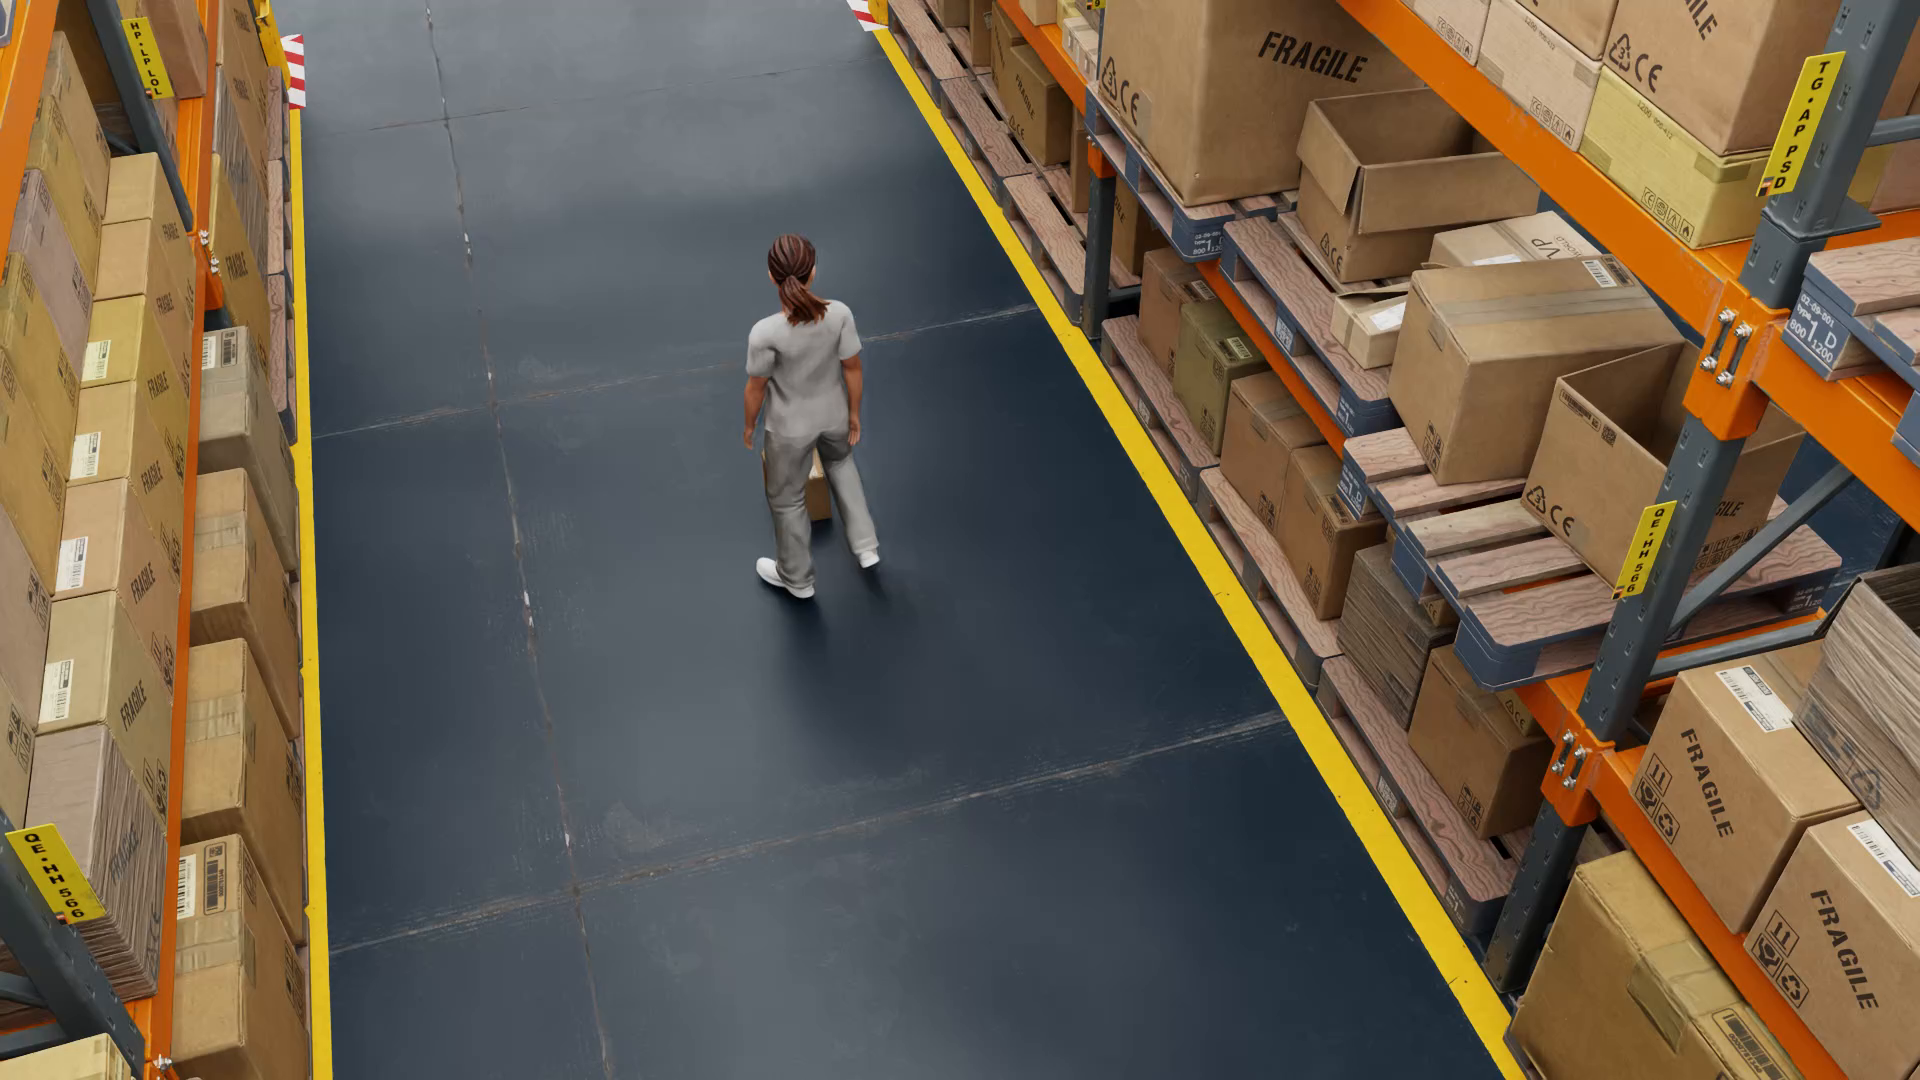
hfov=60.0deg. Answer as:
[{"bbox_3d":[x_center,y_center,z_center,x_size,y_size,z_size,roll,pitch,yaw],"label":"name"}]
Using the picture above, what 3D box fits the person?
[{"bbox_3d":[-0.596,-0.464,6.638,0.495,1.668,0.428,-22,47,-23],"label":"person"}]
